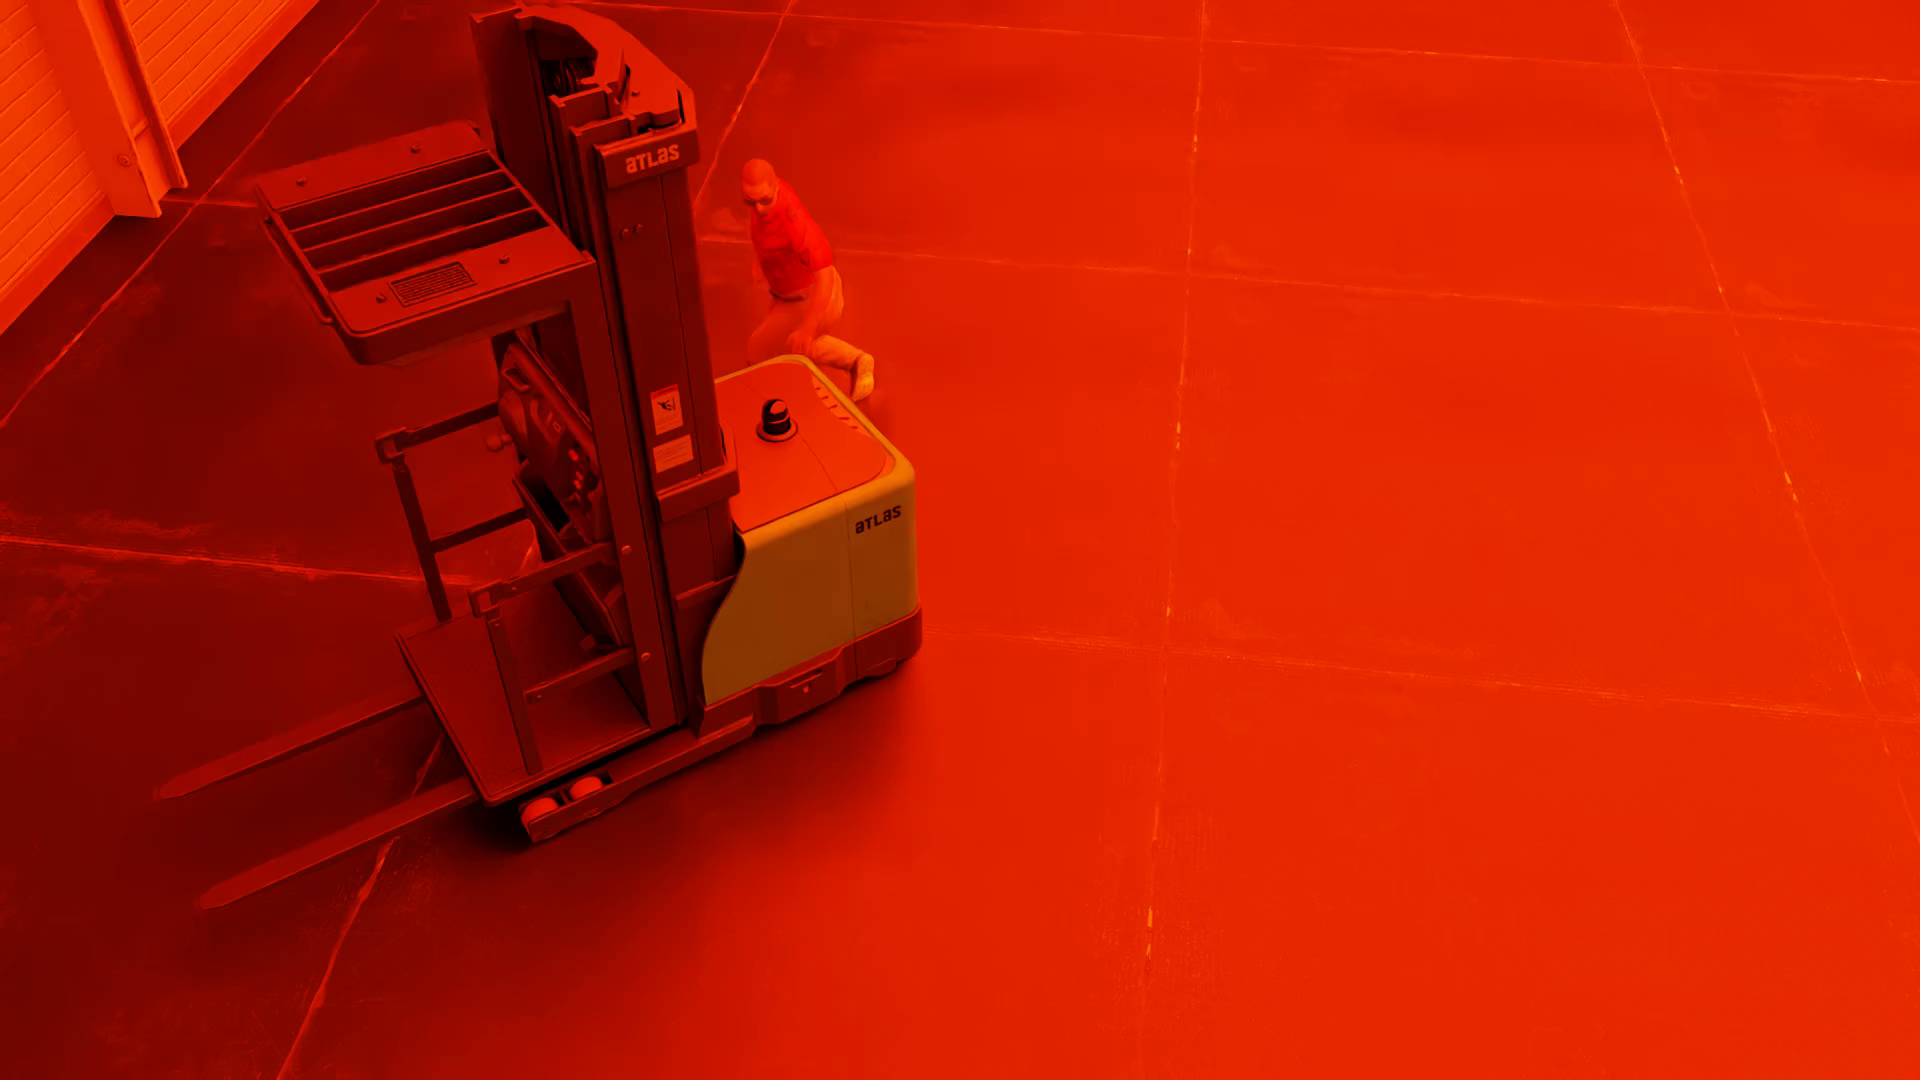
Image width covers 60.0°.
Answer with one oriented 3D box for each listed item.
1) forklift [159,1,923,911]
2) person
[{"bbox_3d":[-1.680,-0.305,6.056,3.031,2.935,1.130,-24,48,-24],"label":"forklift"},{"bbox_3d":[-0.754,-1.222,8.123,0.648,1.528,0.832,-5,43,-6],"label":"person"}]
